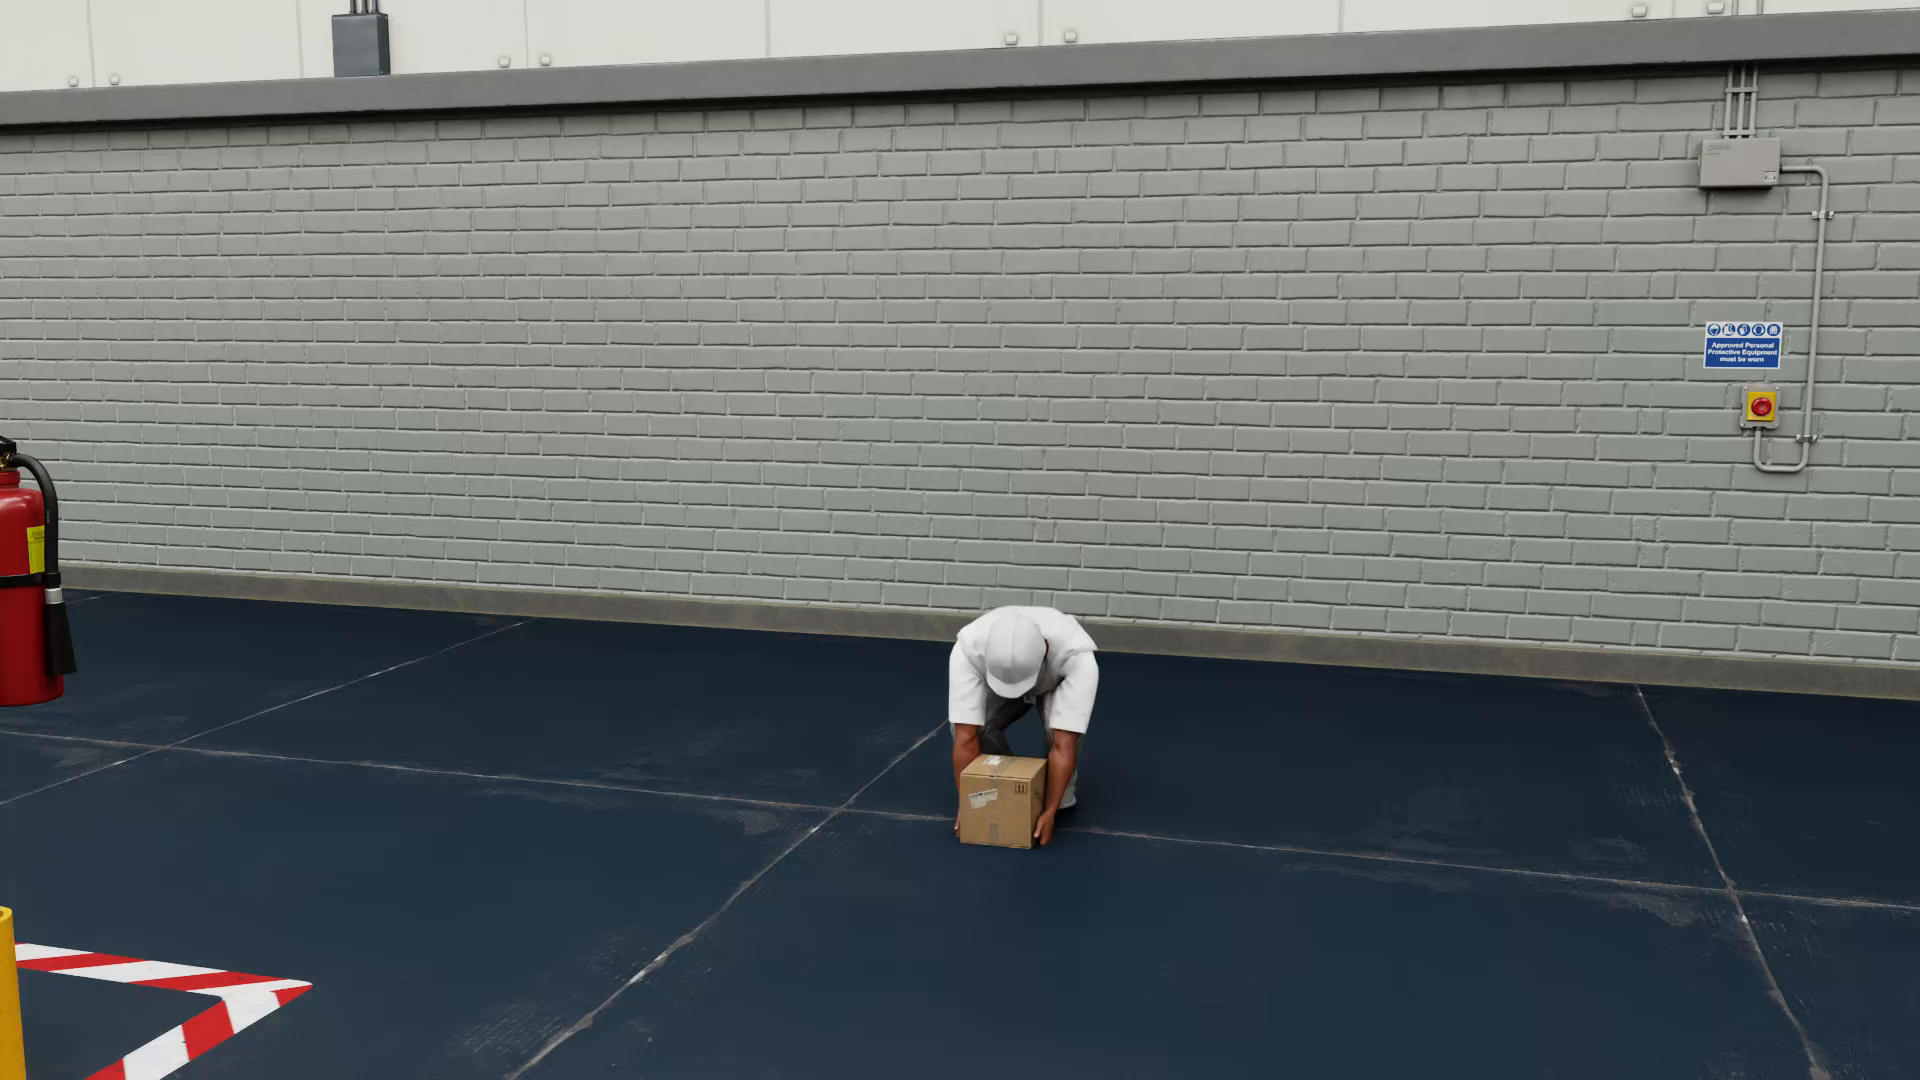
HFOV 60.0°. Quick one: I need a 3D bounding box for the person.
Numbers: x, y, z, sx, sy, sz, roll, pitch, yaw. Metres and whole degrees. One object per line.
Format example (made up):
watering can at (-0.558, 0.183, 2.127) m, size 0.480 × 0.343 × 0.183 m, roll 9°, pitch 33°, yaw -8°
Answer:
person at (0.249, 0.630, 6.020) m, size 0.544 × 0.879 × 0.937 m, roll 2°, pitch 9°, yaw 15°
